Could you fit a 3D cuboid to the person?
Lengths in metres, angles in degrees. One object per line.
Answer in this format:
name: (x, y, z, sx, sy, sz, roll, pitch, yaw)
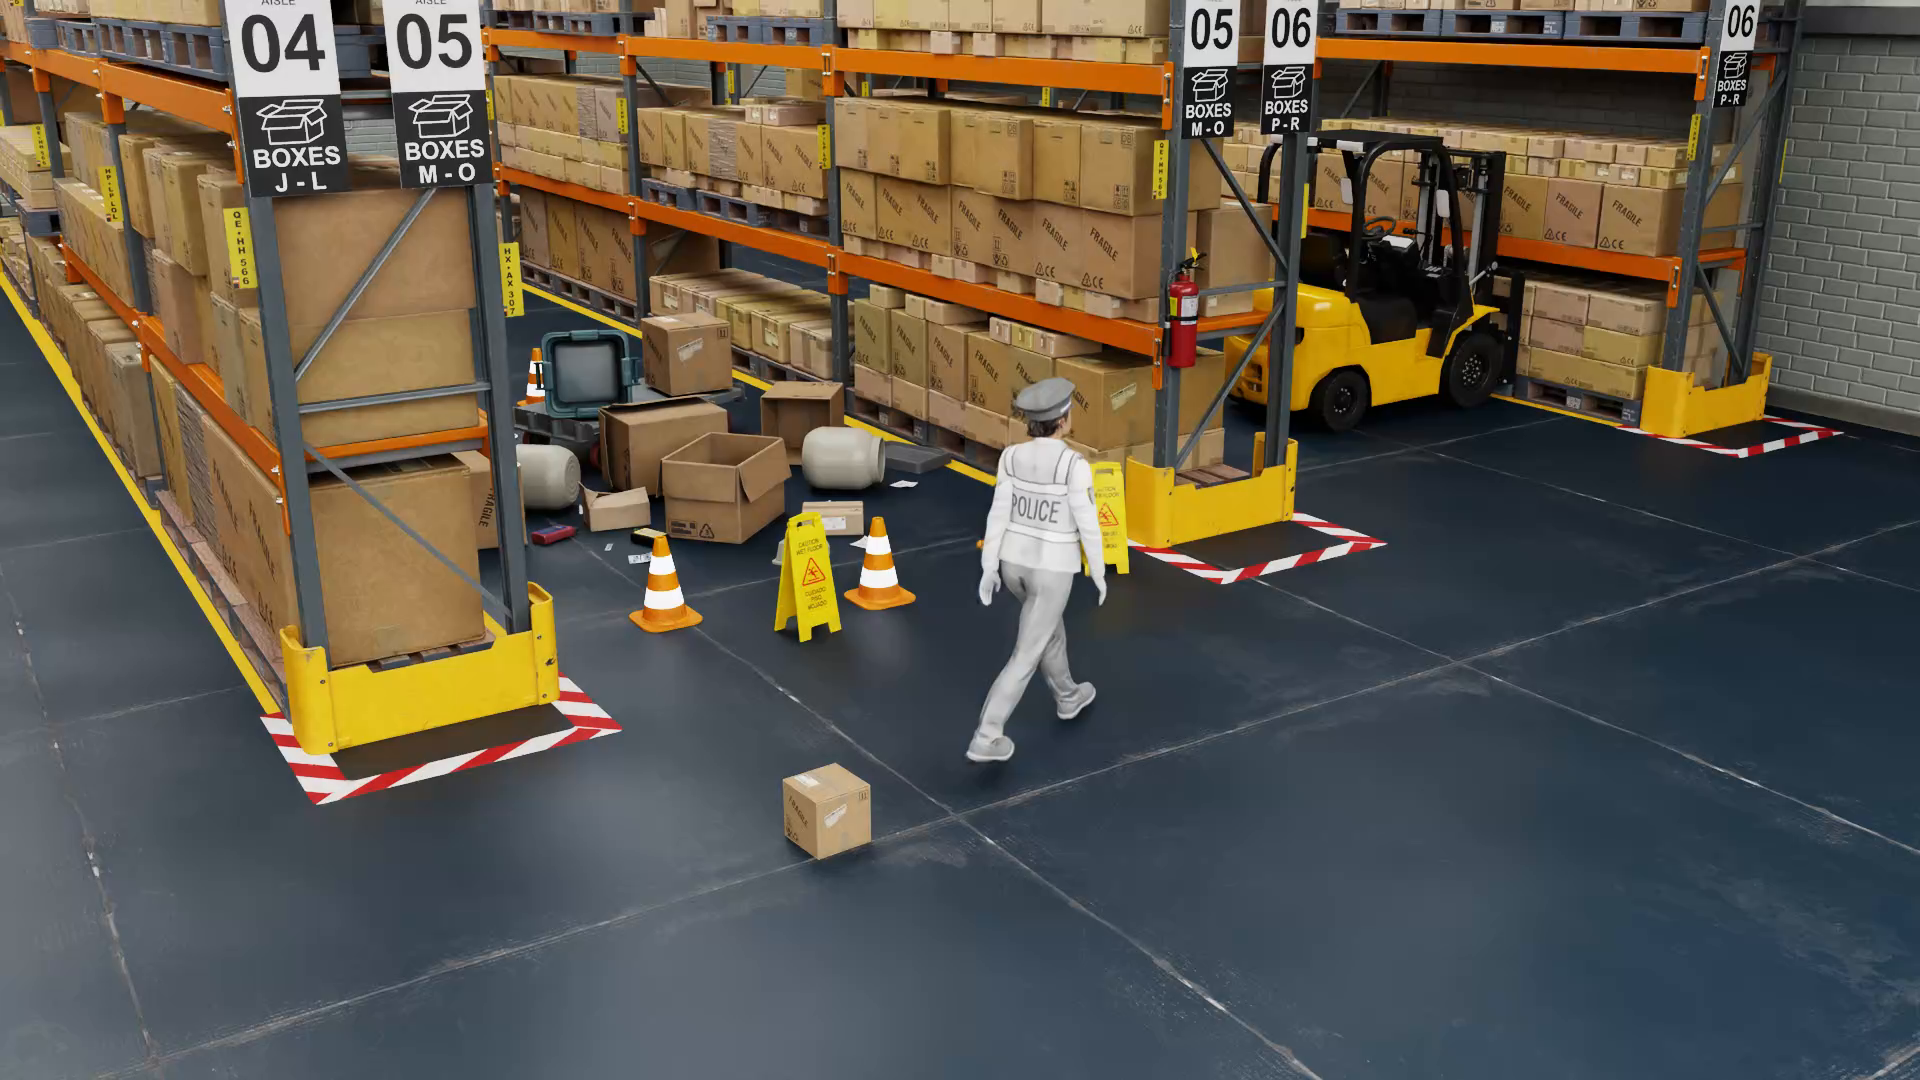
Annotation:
person: (0.361, 0.119, 7.177, 0.511, 1.626, 1.030, 15, 23, 38)
